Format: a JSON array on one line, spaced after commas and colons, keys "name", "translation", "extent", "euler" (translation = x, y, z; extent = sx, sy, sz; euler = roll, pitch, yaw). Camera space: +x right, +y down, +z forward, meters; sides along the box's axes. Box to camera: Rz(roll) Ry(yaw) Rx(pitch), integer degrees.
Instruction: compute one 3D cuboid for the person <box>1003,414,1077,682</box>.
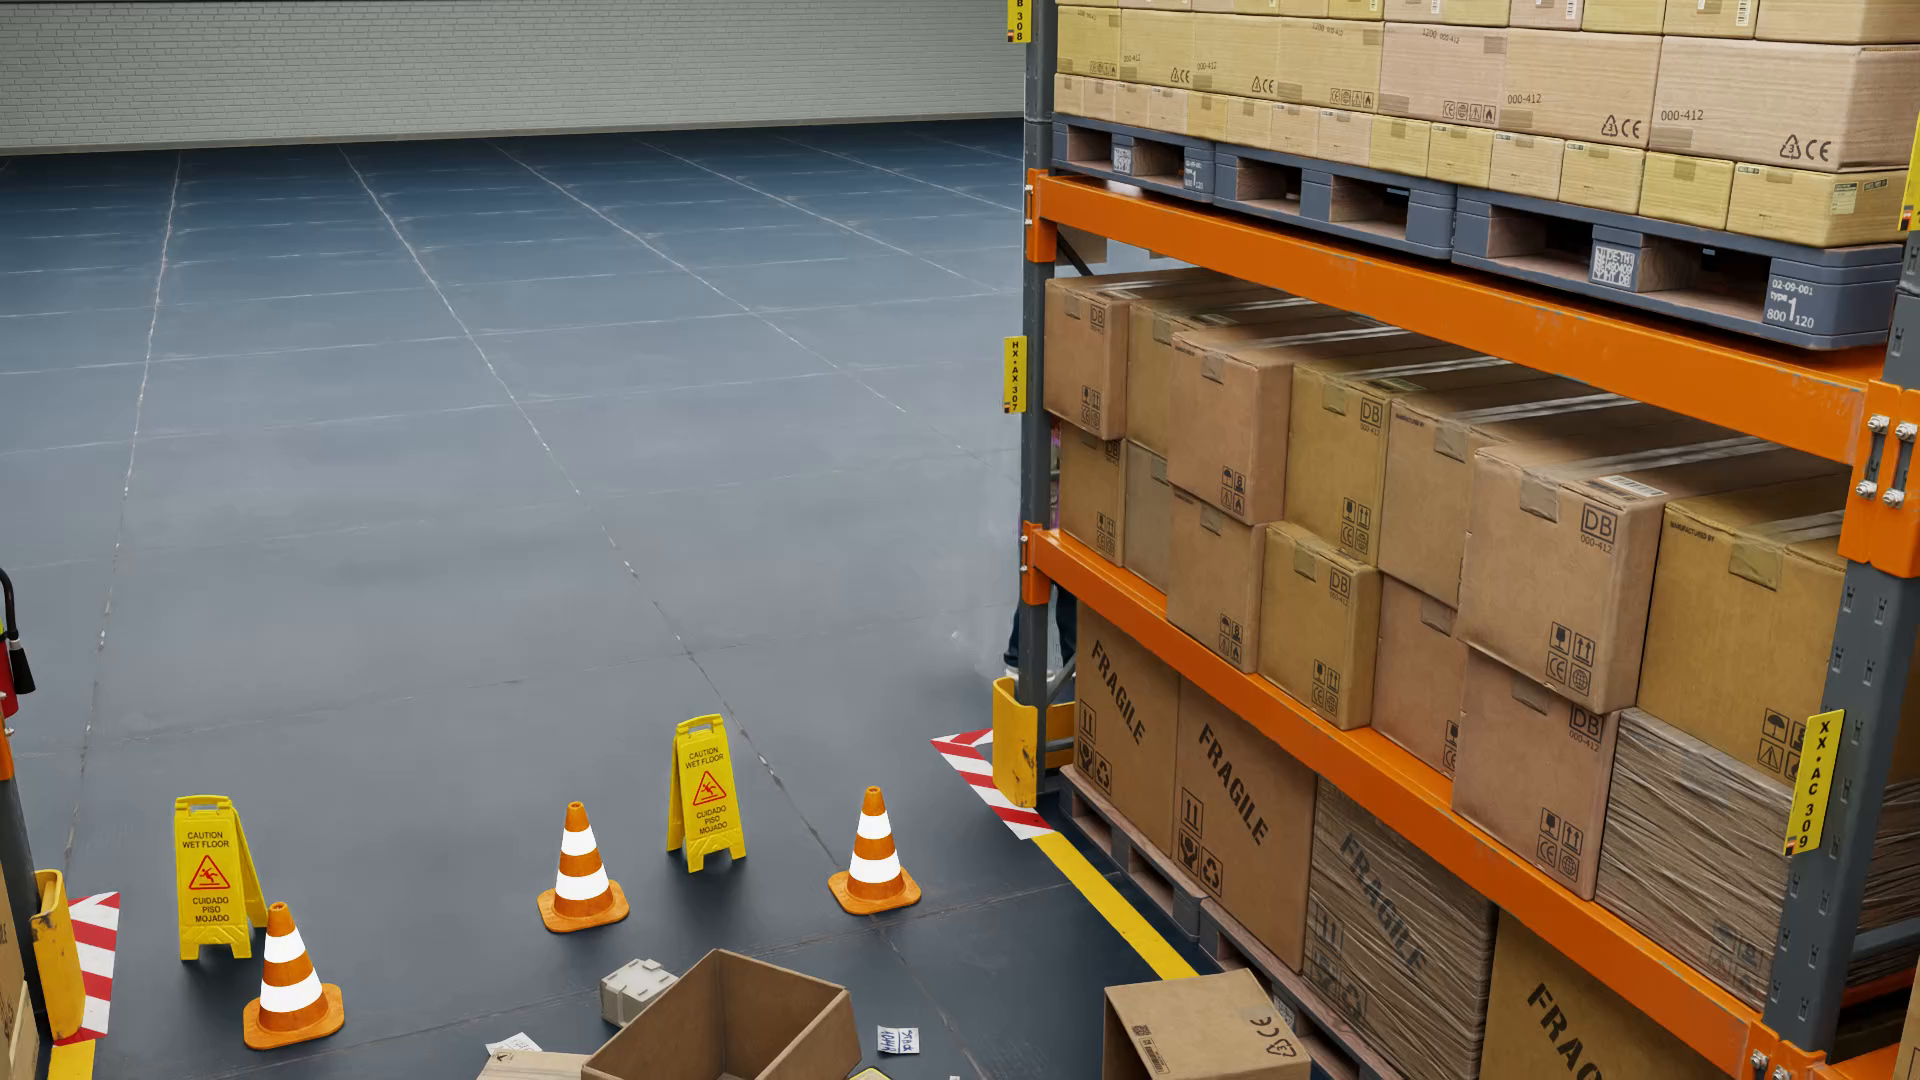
[{"name": "person", "translation": [0.528, -0.011, 8.571], "extent": [0.598, 1.589, 0.424], "euler": [3, 19, 10]}]
